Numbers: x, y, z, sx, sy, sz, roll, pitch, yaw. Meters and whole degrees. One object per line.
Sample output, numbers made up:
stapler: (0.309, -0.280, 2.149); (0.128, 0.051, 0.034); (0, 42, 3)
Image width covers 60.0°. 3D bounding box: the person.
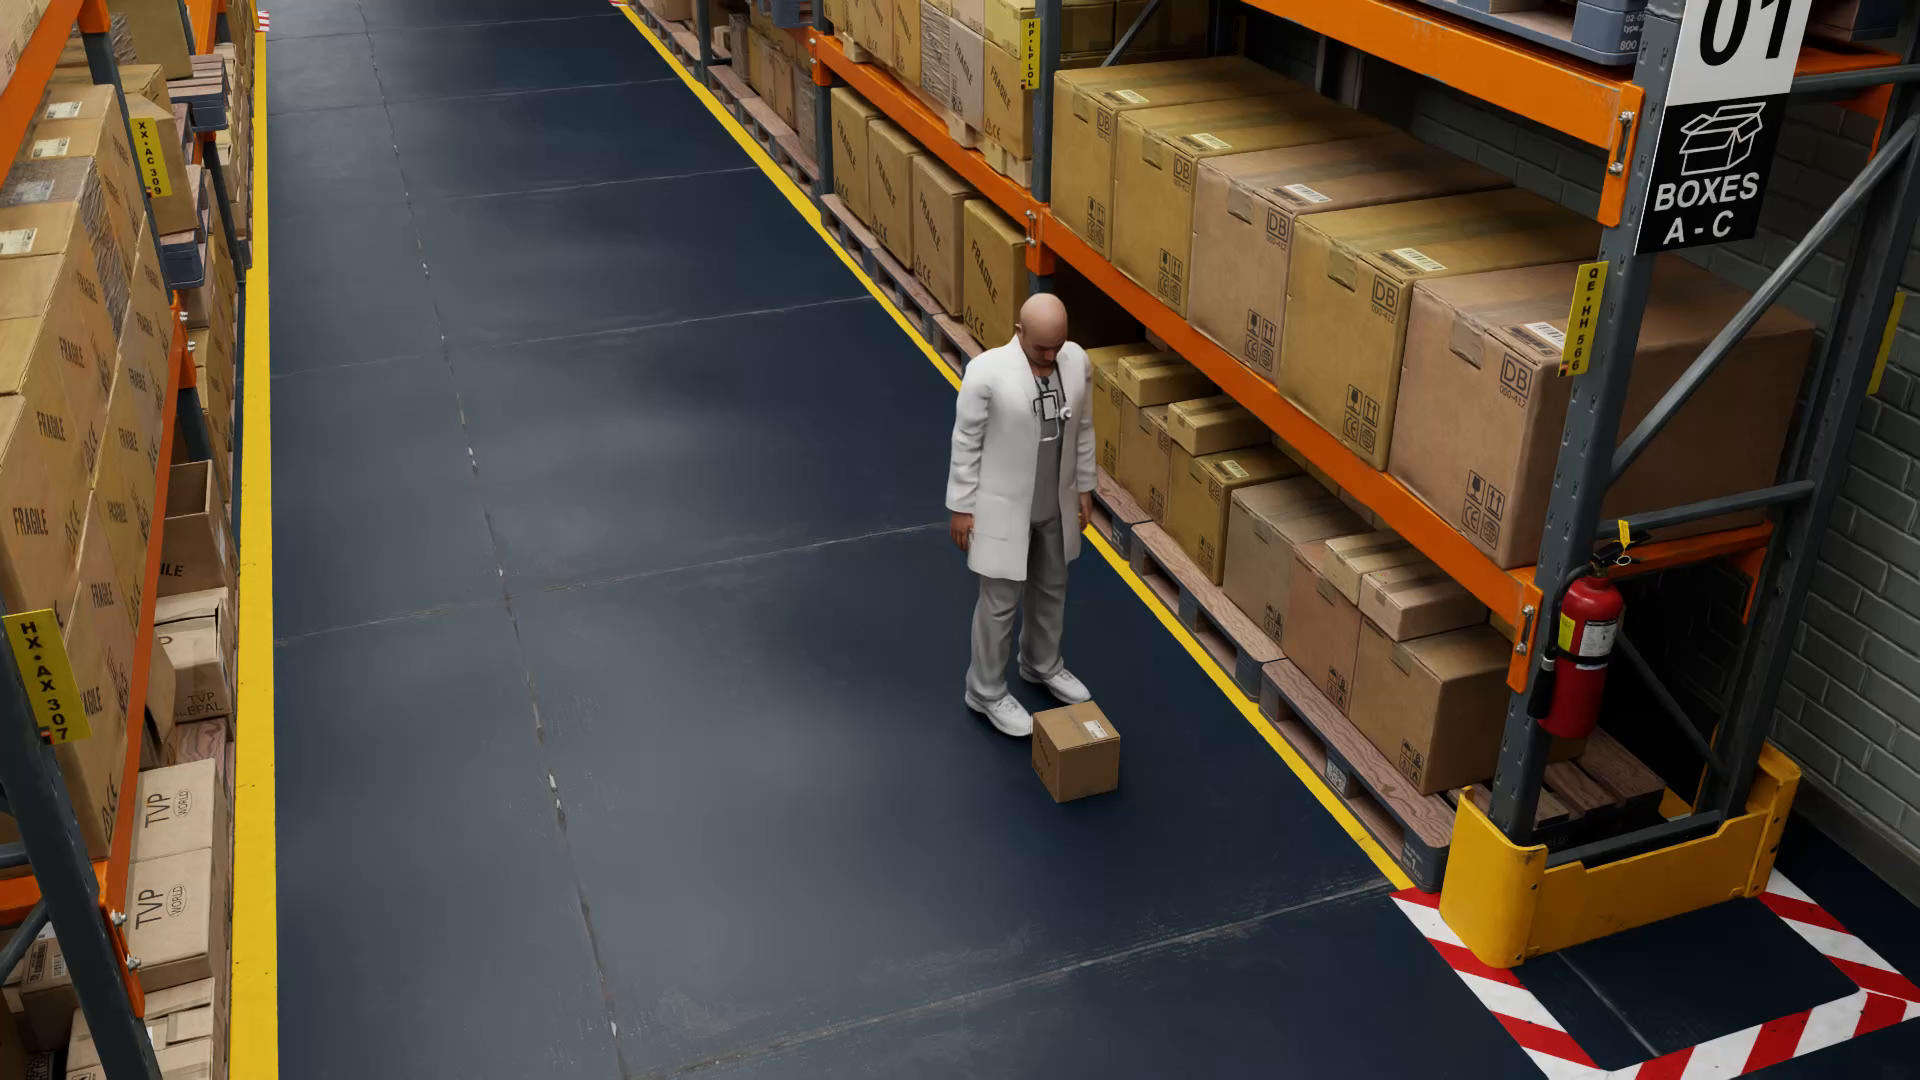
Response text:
person: (0.283, -0.110, 6.299); (0.623, 1.767, 0.430); (-16, 33, -26)
